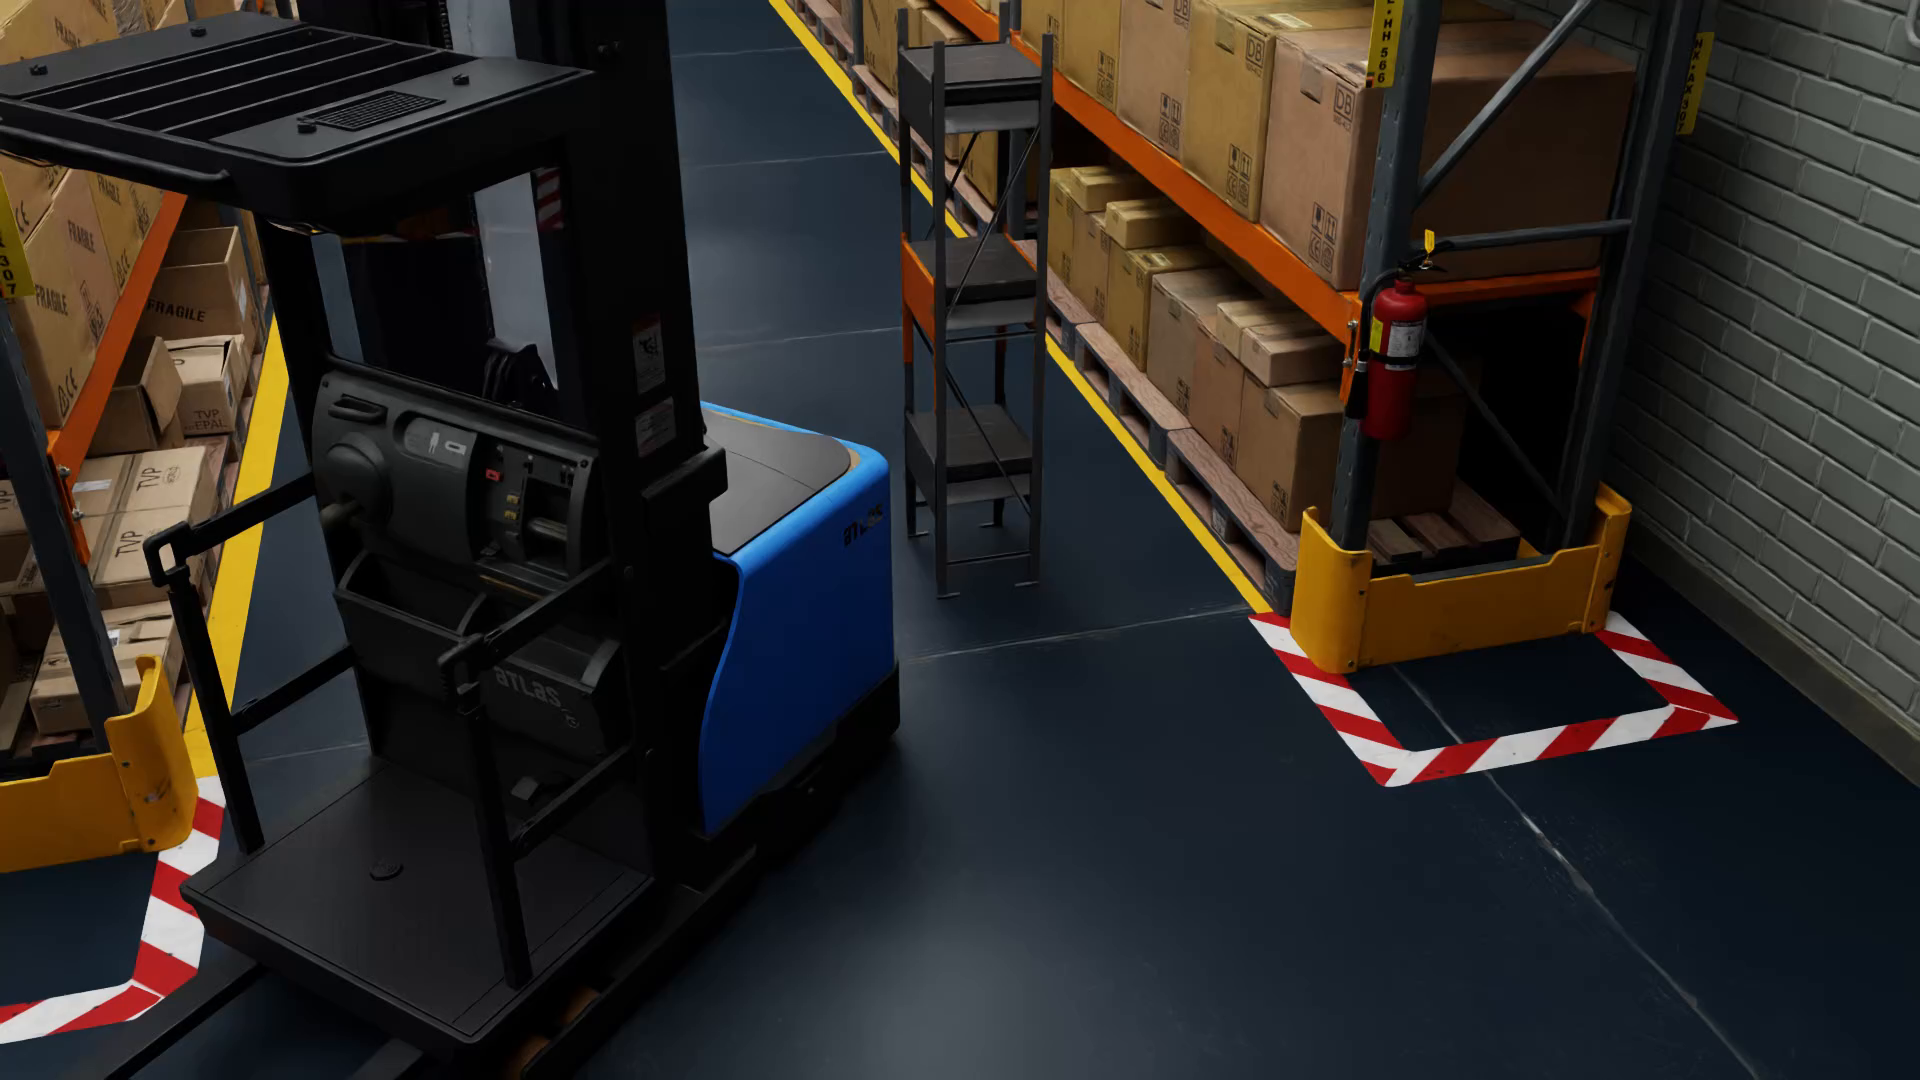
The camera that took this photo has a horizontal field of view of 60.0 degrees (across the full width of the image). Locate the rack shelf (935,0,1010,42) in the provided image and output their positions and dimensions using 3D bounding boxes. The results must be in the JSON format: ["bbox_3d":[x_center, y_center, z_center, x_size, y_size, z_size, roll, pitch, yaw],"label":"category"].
[{"bbox_3d":[0.215,-3.571,10.643,1.077,0.370,4.000,-8,31,-13],"label":"rack shelf"}]

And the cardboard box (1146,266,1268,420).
[{"bbox_3d":[1.259,-0.893,7.375,0.700,0.500,0.500,-9,31,-15],"label":"cardboard box"}]

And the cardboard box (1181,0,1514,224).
[{"bbox_3d":[1.459,-1.709,6.409,0.980,0.700,0.700,-8,31,-14],"label":"cardboard box"}]

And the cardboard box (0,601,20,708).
[{"bbox_3d":[-3.349,0.338,5.228,0.500,0.500,0.500,-8,31,-13],"label":"cardboard box"}]

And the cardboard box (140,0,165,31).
[{"bbox_3d":[-3.506,-2.275,6.588,0.500,0.500,0.500,-8,31,-14],"label":"cardboard box"}]

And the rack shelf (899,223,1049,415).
[{"bbox_3d":[0.044,-0.817,6.093,0.431,0.518,0.480,-8,31,-13],"label":"rack shelf"}]

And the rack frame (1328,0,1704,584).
[{"bbox_3d":[1.808,-0.984,5.456,1.000,3.000,0.127,-8,31,-13],"label":"rack frame"}]

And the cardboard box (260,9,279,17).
[{"bbox_3d":[-4.597,-3.174,10.546,0.500,0.250,0.500,-7,31,-11],"label":"cardboard box"}]

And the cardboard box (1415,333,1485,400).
[{"bbox_3d":[1.752,-0.656,6.317,0.380,0.149,0.250,-8,31,-13],"label":"cardboard box"}]

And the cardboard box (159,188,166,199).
[{"bbox_3d":[-3.372,-1.595,6.412,0.500,0.500,0.500,-7,31,-12],"label":"cardboard box"}]

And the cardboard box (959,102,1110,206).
[{"bbox_3d":[0.448,-2.464,9.740,0.750,0.750,0.750,-7,31,-13],"label":"cardboard box"}]

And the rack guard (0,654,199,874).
[{"bbox_3d":[-2.987,0.721,5.005,1.175,0.500,0.348,-8,31,-13],"label":"rack guard"}]

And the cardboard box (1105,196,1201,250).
[{"bbox_3d":[0.900,-1.480,7.742,0.380,0.149,0.250,-9,31,-15],"label":"cardboard box"}]

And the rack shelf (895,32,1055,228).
[{"bbox_3d":[0.044,-1.423,5.742,0.431,0.518,0.480,-8,31,-13],"label":"rack shelf"}]

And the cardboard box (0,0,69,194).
[{"bbox_3d":[-2.977,-1.301,4.905,0.500,0.500,0.500,-8,31,-13],"label":"cardboard box"}]

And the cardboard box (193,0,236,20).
[{"bbox_3d":[-3.939,-2.739,7.969,0.700,0.500,0.500,-19,35,-30],"label":"cardboard box"}]

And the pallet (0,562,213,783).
[{"bbox_3d":[-3.200,0.462,5.742,1.003,0.211,1.213,-8,31,-13],"label":"pallet"}]

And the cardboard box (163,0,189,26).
[{"bbox_3d":[-3.649,-2.092,7.270,0.500,0.500,0.500,-7,31,-12],"label":"cardboard box"}]

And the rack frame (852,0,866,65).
[{"bbox_3d":[-0.315,-4.848,12.132,1.000,3.000,0.127,-8,31,-13],"label":"rack frame"}]

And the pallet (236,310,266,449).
[{"bbox_3d":[-3.847,-0.717,7.778,1.003,0.211,1.213,-8,31,-13],"label":"pallet"}]

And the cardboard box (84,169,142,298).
[{"bbox_3d":[-3.103,-1.108,5.570,0.500,0.500,0.500,-8,31,-13],"label":"cardboard box"}]

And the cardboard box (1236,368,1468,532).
[{"bbox_3d":[1.526,-0.409,6.538,0.700,0.500,0.500,-8,31,-13],"label":"cardboard box"}]

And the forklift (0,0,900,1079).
[{"bbox_3d":[-1.384,-0.099,3.995,1.130,2.935,3.031,17,34,26],"label":"forklift"}]

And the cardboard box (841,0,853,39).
[{"bbox_3d":[-0.557,-4.297,13.236,0.700,0.500,0.500,-7,31,-13],"label":"cardboard box"}]

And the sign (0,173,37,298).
[{"bbox_3d":[-2.444,-0.771,4.223,0.100,0.325,0.005,-8,31,-13],"label":"sign"}]

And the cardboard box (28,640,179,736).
[{"bbox_3d":[-2.747,0.472,5.347,0.380,0.149,0.250,-8,31,-13],"label":"cardboard box"}]

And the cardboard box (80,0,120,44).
[{"bbox_3d":[-3.240,-1.788,5.747,0.500,0.500,0.500,-8,31,-14],"label":"cardboard box"}]

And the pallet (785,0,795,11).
[{"bbox_3d":[-1.169,-5.197,15.519,1.003,0.211,1.213,-8,31,-13],"label":"pallet"}]

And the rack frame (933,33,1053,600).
[{"bbox_3d":[0.109,-0.711,5.882,0.400,2.100,0.015,-8,31,-13],"label":"rack frame"}]

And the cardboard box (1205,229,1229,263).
[{"bbox_3d":[1.347,-1.390,7.586,0.380,0.149,0.250,-8,31,-14],"label":"cardboard box"}]

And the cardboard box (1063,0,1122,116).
[{"bbox_3d":[1.063,-2.428,7.652,0.980,0.700,0.700,-9,31,-15],"label":"cardboard box"}]

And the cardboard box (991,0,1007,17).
[{"bbox_3d":[0.384,-2.942,9.069,0.380,0.149,0.250,-8,31,-13],"label":"cardboard box"}]

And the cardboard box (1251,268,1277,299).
[{"bbox_3d":[1.482,-1.144,7.161,0.380,0.149,0.250,-7,31,-13],"label":"cardboard box"}]

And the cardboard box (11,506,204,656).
[{"bbox_3d":[-2.971,0.134,5.830,0.500,0.250,0.500,-8,31,-13],"label":"cardboard box"}]

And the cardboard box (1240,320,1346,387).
[{"bbox_3d":[1.316,-0.727,6.441,0.380,0.149,0.250,-8,31,-14],"label":"cardboard box"}]

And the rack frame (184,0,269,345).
[{"bbox_3d":[-4.029,-2.256,7.653,1.000,3.000,0.127,-8,31,-13],"label":"rack frame"}]

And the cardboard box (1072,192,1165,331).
[{"bbox_3d":[0.976,-1.398,8.247,0.700,0.500,0.500,-8,31,-14],"label":"cardboard box"}]

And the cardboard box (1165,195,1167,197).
[{"bbox_3d":[1.211,-1.637,8.012,0.380,0.149,0.250,-9,31,-15],"label":"cardboard box"}]

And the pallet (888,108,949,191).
[{"bbox_3d":[0.141,-2.662,11.139,1.003,0.211,1.213,-8,31,-13],"label":"pallet"}]

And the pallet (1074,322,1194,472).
[{"bbox_3d":[1.200,-0.741,7.820,1.003,0.211,1.213,-8,31,-13],"label":"pallet"}]

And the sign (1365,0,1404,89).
[{"bbox_3d":[1.281,-1.522,4.994,0.100,0.325,0.005,-8,31,-13],"label":"sign"}]

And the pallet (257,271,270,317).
[{"bbox_3d":[-4.281,-1.437,9.021,1.003,0.211,1.213,-8,31,-13],"label":"pallet"}]

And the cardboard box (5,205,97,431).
[{"bbox_3d":[-2.831,-0.616,4.721,0.500,0.500,0.500,-7,31,-12],"label":"cardboard box"}]

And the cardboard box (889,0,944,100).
[{"bbox_3d":[-0.020,-3.303,11.189,0.750,0.750,0.750,-8,31,-14],"label":"cardboard box"}]

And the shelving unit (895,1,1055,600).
[{"bbox_3d":[0.044,-0.829,6.086,0.431,2.100,0.503,-8,31,-13],"label":"shelving unit"}]

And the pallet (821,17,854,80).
[{"bbox_3d":[-0.521,-4.019,13.482,1.003,0.211,1.213,-8,31,-13],"label":"pallet"}]

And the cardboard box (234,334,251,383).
[{"bbox_3d":[-3.447,-0.802,7.547,0.380,0.149,0.250,-8,31,-13],"label":"cardboard box"}]

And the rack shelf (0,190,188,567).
[{"bbox_3d":[-3.498,-0.978,6.164,1.077,0.370,4.000,-8,31,-13],"label":"rack shelf"}]

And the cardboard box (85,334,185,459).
[{"bbox_3d":[-3.525,-0.459,6.601,0.797,0.503,0.637,-8,31,-13],"label":"cardboard box"}]

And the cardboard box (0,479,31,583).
[{"bbox_3d":[-3.572,-0.017,6.090,0.500,0.250,0.500,-8,31,-13],"label":"cardboard box"}]
